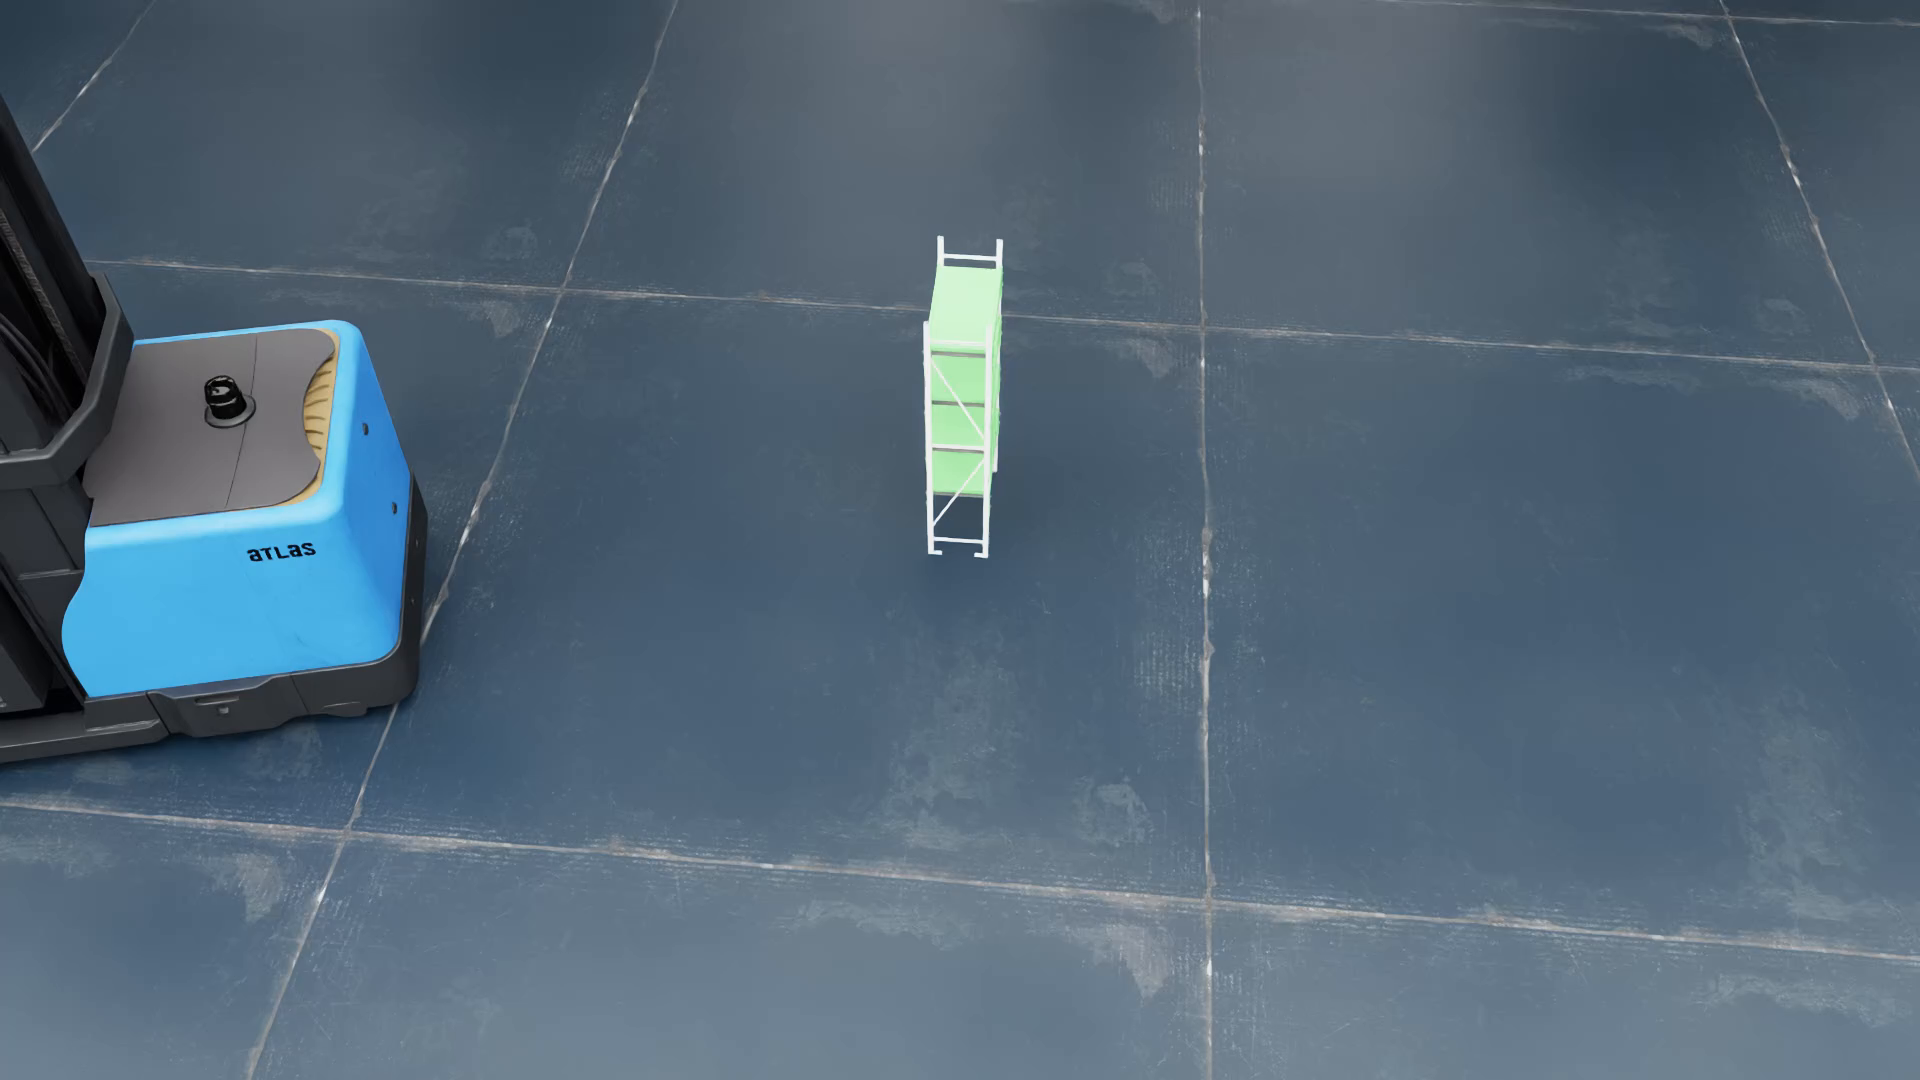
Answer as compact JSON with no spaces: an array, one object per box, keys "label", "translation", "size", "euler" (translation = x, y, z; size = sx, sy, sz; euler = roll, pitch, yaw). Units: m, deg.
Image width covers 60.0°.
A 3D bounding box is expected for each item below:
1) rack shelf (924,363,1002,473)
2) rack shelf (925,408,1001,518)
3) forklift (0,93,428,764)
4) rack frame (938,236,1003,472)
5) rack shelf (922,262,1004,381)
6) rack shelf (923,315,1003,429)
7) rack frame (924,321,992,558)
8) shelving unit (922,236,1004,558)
[{"label":"rack shelf","translation":[0.015,-0.483,6.466],"size":[0.258,0.148,0.480],"euler":[4,48,4]},{"label":"rack shelf","translation":[0.015,-0.321,6.643],"size":[0.258,0.148,0.480],"euler":[4,48,4]},{"label":"forklift","translation":[-3.580,-0.544,5.261],"size":[3.031,2.935,1.130],"euler":[-7,48,-6]},{"label":"rack frame","translation":[0.037,-0.706,6.583],"size":[0.240,1.200,0.015],"euler":[4,48,4]},{"label":"rack shelf","translation":[0.015,-0.807,6.111],"size":[0.258,0.148,0.480],"euler":[4,48,4]},{"label":"rack shelf","translation":[0.015,-0.645,6.289],"size":[0.258,0.148,0.480],"euler":[4,48,4]},{"label":"rack frame","translation":[-0.007,-0.347,6.255],"size":[0.240,1.200,0.015],"euler":[4,48,4]},{"label":"shelving unit","translation":[0.015,-0.527,6.419],"size":[0.258,1.200,0.503],"euler":[4,48,4]}]
